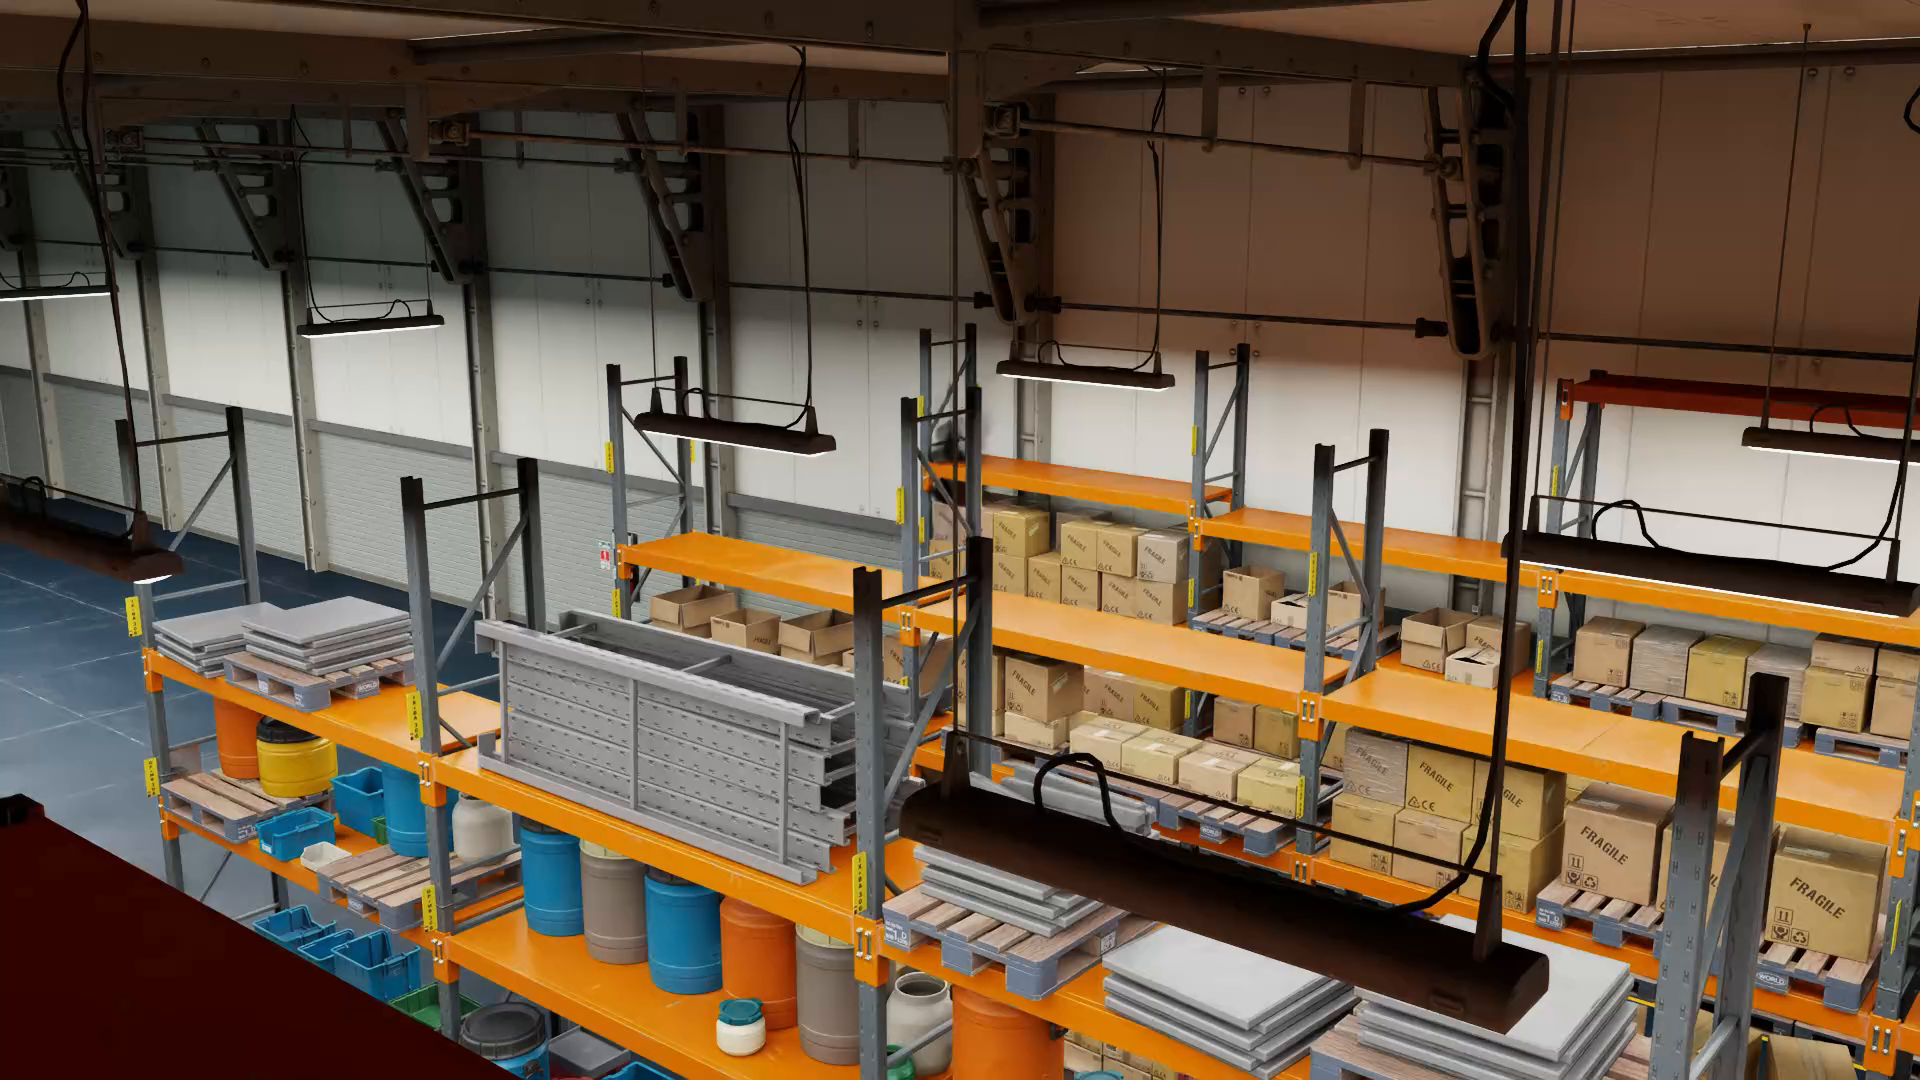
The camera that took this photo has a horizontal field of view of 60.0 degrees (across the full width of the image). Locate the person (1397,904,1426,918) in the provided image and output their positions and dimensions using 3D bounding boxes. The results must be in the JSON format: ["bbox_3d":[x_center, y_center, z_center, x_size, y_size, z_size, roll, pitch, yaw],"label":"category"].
[{"bbox_3d":[4.147,3.827,15.633,0.531,1.609,0.570,7,14,28],"label":"person"}]
